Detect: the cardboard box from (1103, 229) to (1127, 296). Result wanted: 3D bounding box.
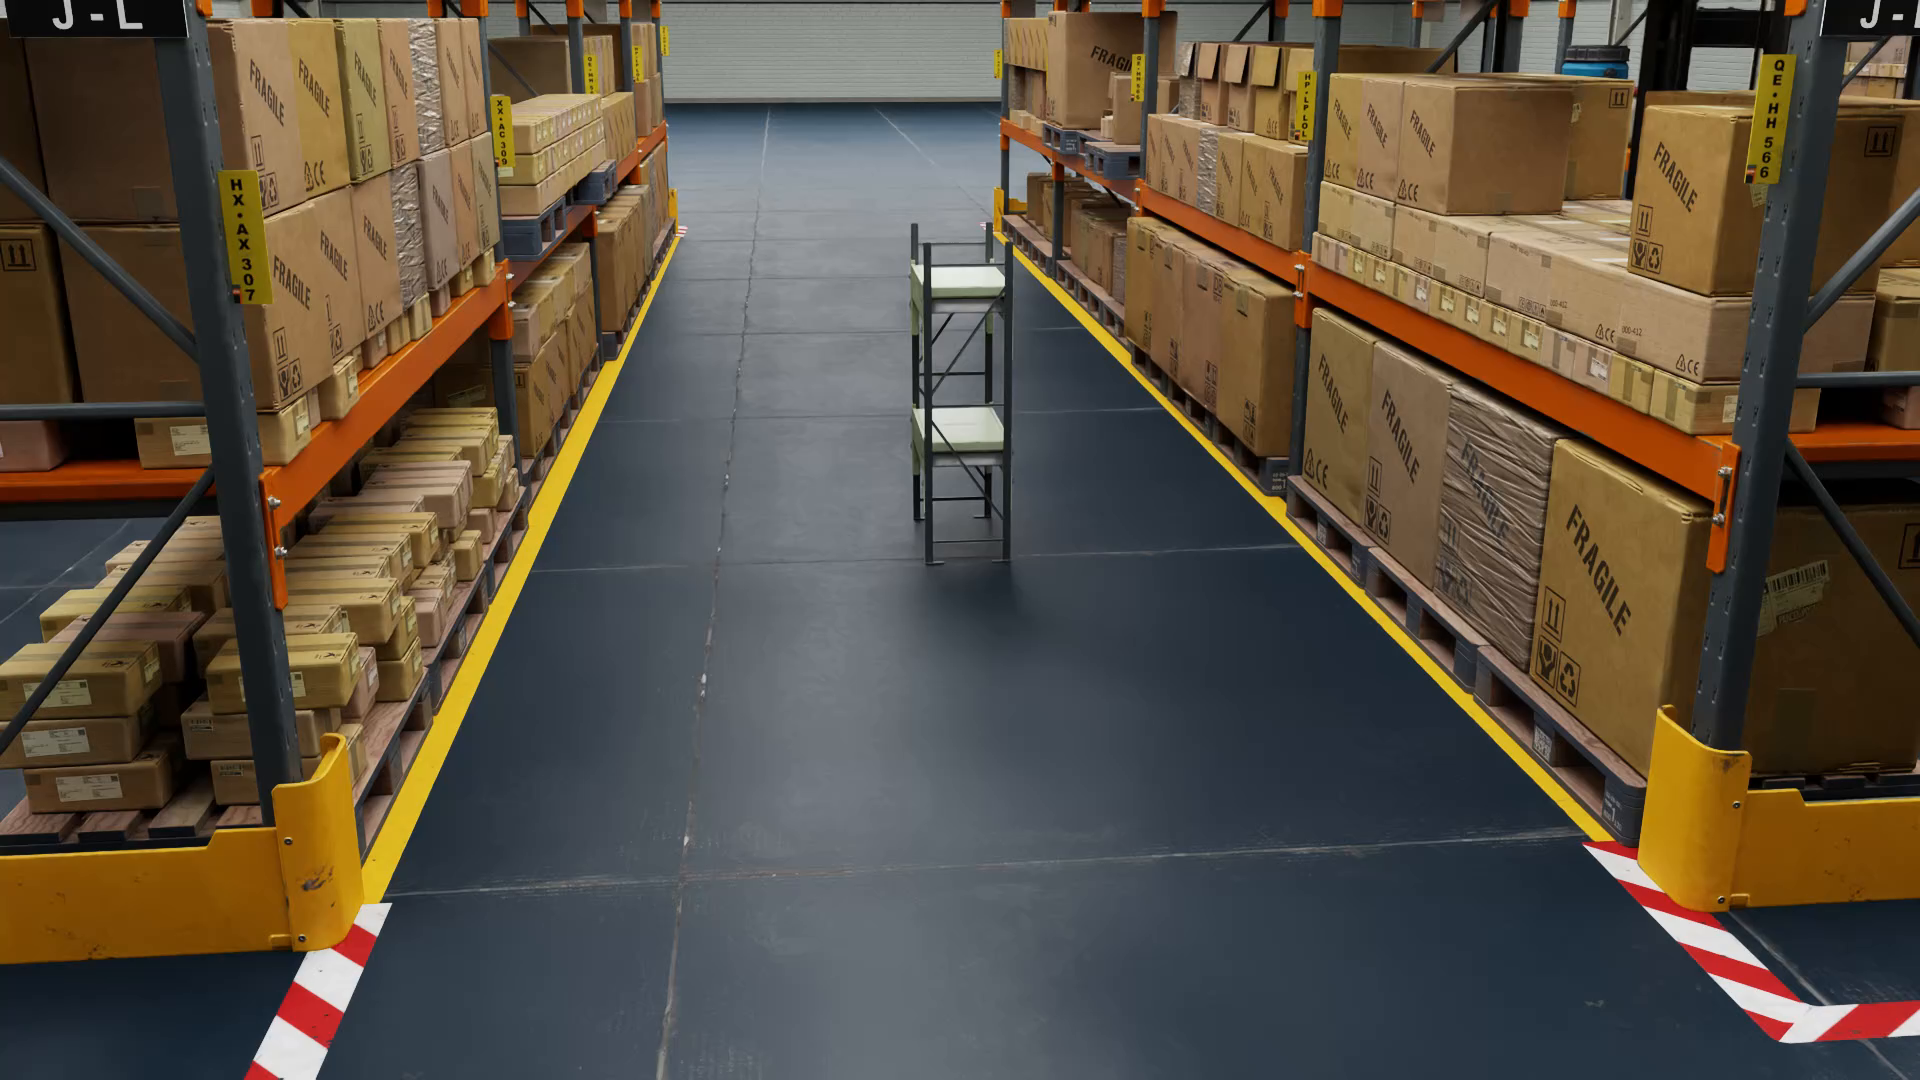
[{"bbox_3d":[1.595,-2.369,14.155,0.700,0.500,0.500,0,17,-1],"label":"cardboard box"}]

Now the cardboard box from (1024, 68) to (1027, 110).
[{"bbox_3d":[1.194,-5.083,18.695,0.875,0.500,0.500,-2,18,-6],"label":"cardboard box"}]

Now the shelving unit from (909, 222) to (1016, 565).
[{"bbox_3d":[-0.001,-0.718,7.959,0.431,1.500,0.755,-2,18,-6],"label":"shelving unit"}]

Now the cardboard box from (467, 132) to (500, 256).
[{"bbox_3d":[-2.381,-1.559,7.471,0.500,0.500,0.500,-2,18,-6],"label":"cardboard box"}]

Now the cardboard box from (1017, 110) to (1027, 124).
[{"bbox_3d":[0.850,-4.767,18.773,0.380,0.149,0.250,-2,18,-6],"label":"cardboard box"}]

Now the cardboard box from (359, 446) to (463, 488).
[{"bbox_3d":[-2.369,-0.302,7.197,0.380,0.149,0.250,-1,17,-4],"label":"cardboard box"}]

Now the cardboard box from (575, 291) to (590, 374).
[{"bbox_3d":[-2.747,-1.361,10.978,0.500,0.500,0.500,-1,17,-3],"label":"cardboard box"}]

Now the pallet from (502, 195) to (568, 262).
[{"bbox_3d":[-2.646,-1.645,8.730,1.003,0.211,1.213,-2,18,-6],"label":"pallet"}]

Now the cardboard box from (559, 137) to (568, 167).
[{"bbox_3d":[-2.409,-2.170,9.304,0.380,0.149,0.250,-1,17,-3],"label":"cardboard box"}]

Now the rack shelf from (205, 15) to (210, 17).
[{"bbox_3d":[-8.657,-5.389,16.527,1.077,0.370,4.000,-2,18,-6],"label":"rack shelf"}]

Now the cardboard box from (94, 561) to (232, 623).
[{"bbox_3d":[-2.692,0.184,5.648,0.380,0.149,0.250,-2,18,-8],"label":"cardboard box"}]

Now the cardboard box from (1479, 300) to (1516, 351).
[{"bbox_3d":[2.146,-0.794,6.117,0.380,0.149,0.250,-2,18,-5],"label":"cardboard box"}]

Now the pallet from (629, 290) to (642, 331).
[{"bbox_3d":[-3.254,-1.966,14.086,1.003,0.211,1.213,-2,18,-6],"label":"pallet"}]

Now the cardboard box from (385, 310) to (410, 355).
[{"bbox_3d":[-2.219,-0.763,6.019,0.380,0.149,0.250,-1,17,-4],"label":"cardboard box"}]

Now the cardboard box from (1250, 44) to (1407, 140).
[{"bbox_3d":[2.098,-2.549,9.447,0.797,0.503,0.637,-2,17,-5],"label":"cardboard box"}]

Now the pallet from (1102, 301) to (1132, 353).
[{"bbox_3d":[1.740,-1.722,13.310,1.003,0.211,1.213,-2,18,-6],"label":"pallet"}]

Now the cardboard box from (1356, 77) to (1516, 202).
[{"bbox_3d":[2.070,-1.758,7.272,0.500,0.500,0.500,-2,18,-6],"label":"cardboard box"}]

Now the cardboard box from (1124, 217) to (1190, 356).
[{"bbox_3d":[1.869,-1.800,11.749,1.225,0.875,0.875,-3,18,-8],"label":"cardboard box"}]

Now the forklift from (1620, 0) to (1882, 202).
[{"bbox_3d":[4.839,-2.180,10.227,3.031,2.935,1.130,-15,23,-39],"label":"forklift"}]

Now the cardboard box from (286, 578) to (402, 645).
[{"bbox_3d":[-2.063,0.239,5.473,0.380,0.149,0.250,-2,18,-6],"label":"cardboard box"}]

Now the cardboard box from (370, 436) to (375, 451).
[{"bbox_3d":[-2.913,-0.436,7.623,0.380,0.149,0.250,-1,17,-3],"label":"cardboard box"}]

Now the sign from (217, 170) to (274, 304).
[{"bbox_3d":[-1.760,-0.743,4.090,0.100,0.325,0.005,-2,18,-6],"label":"sign"}]

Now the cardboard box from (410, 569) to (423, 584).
[{"bbox_3d":[-2.311,0.071,6.504,0.380,0.149,0.250,-1,17,-3],"label":"cardboard box"}]

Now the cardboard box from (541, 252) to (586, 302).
[{"bbox_3d":[-2.731,-1.716,10.856,0.500,0.250,0.500,-2,17,-5],"label":"cardboard box"}]

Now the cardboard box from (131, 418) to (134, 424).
[{"bbox_3d":[-2.644,-0.431,4.961,0.380,0.149,0.250,-2,18,-6],"label":"cardboard box"}]

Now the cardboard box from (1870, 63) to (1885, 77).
[{"bbox_3d":[10.782,-5.434,19.228,0.380,0.149,0.250,-2,18,-7],"label":"cardboard box"}]

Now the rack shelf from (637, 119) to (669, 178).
[{"bbox_3d":[-3.744,-4.141,17.560,1.077,0.370,4.000,-2,18,-6],"label":"rack shelf"}]

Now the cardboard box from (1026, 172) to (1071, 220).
[{"bbox_3d":[1.042,-4.024,19.459,0.500,0.500,0.500,1,17,5],"label":"cardboard box"}]

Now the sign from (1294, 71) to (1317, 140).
[{"bbox_3d":[1.693,-2.123,8.130,0.100,0.325,0.005,-2,18,-6],"label":"sign"}]

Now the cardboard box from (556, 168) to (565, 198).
[{"bbox_3d":[-2.377,-1.949,9.094,0.380,0.149,0.250,-2,18,-5],"label":"cardboard box"}]

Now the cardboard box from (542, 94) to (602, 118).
[{"bbox_3d":[-2.618,-2.929,11.224,0.380,0.149,0.250,-2,18,-8],"label":"cardboard box"}]

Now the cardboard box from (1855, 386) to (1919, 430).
[{"bbox_3d":[2.936,-0.432,4.965,0.380,0.149,0.250,-2,17,-5],"label":"cardboard box"}]

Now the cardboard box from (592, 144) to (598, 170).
[{"bbox_3d":[-2.566,-2.493,10.830,0.380,0.149,0.250,-1,17,-5],"label":"cardboard box"}]

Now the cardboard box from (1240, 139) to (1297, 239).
[{"bbox_3d":[1.868,-1.954,9.226,0.500,0.500,0.500,-1,17,-4],"label":"cardboard box"}]

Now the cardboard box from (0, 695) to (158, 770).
[{"bbox_3d":[-2.638,0.557,4.958,0.380,0.149,0.250,-2,18,-7],"label":"cardboard box"}]

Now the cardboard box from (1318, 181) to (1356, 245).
[{"bbox_3d":[2.019,-1.550,7.860,0.500,0.250,0.500,-2,18,-7],"label":"cardboard box"}]

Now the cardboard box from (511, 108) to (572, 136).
[{"bbox_3d":[-2.430,-2.386,9.494,0.380,0.149,0.250,-1,17,-4],"label":"cardboard box"}]

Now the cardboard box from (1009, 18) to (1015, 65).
[{"bbox_3d":[0.824,-5.548,18.509,0.500,0.500,0.500,-2,18,-6],"label":"cardboard box"}]

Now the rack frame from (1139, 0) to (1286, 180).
[{"bbox_3d":[1.819,-2.820,12.150,1.000,3.000,0.127,-2,18,-6],"label":"rack frame"}]

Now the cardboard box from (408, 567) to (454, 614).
[{"bbox_3d":[-2.208,0.220,6.526,0.380,0.149,0.250,-2,18,-6],"label":"cardboard box"}]

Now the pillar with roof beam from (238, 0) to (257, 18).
[{"bbox_3d":[-12.818,-14.653,39.827,9.100,9.000,0.400,-2,18,-6],"label":"pillar with roof beam"}]

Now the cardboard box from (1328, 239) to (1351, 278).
[{"bbox_3d":[1.958,-1.331,7.829,0.380,0.149,0.250,-2,18,-7],"label":"cardboard box"}]

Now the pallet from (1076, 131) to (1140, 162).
[{"bbox_3d":[1.574,-3.317,14.053,1.003,0.211,1.213,-2,18,-6],"label":"pallet"}]

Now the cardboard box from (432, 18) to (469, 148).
[{"bbox_3d":[-2.336,-1.886,6.843,0.500,0.500,0.500,-2,18,-7],"label":"cardboard box"}]

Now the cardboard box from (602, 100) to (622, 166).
[{"bbox_3d":[-3.059,-3.336,13.630,0.500,0.500,0.500,-2,18,-6],"label":"cardboard box"}]

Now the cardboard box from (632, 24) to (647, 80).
[{"bbox_3d":[-3.633,-4.911,16.760,0.875,0.550,0.550,-2,18,-6],"label":"cardboard box"}]

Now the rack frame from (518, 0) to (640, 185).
[{"bbox_3d":[-3.538,-3.888,15.554,1.000,3.000,0.127,-2,18,-6],"label":"rack frame"}]

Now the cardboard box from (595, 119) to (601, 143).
[{"bbox_3d":[-2.592,-2.706,11.011,0.380,0.149,0.250,-1,17,-4],"label":"cardboard box"}]

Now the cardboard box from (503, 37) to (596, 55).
[{"bbox_3d":[-3.323,-3.811,13.472,0.700,0.500,0.500,-2,18,-6],"label":"cardboard box"}]

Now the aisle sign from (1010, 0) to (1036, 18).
[{"bbox_3d":[0.689,-6.453,19.382,0.394,0.787,0.004,-2,18,-6],"label":"aisle sign"}]

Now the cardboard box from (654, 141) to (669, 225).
[{"bbox_3d":[-3.814,-4.067,18.968,0.875,0.875,0.875,-2,18,-5],"label":"cardboard box"}]

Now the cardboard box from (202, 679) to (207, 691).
[{"bbox_3d":[-2.630,0.542,5.502,0.380,0.149,0.250,-2,18,-6],"label":"cardboard box"}]

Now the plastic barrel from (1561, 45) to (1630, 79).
[{"bbox_3d":[6.071,-4.279,15.962,0.600,0.901,0.708,-2,18,-6],"label":"plastic barrel"}]

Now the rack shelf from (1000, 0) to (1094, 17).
[{"bbox_3d":[1.200,-5.695,17.503,1.077,0.370,4.000,-2,18,-6],"label":"rack shelf"}]
